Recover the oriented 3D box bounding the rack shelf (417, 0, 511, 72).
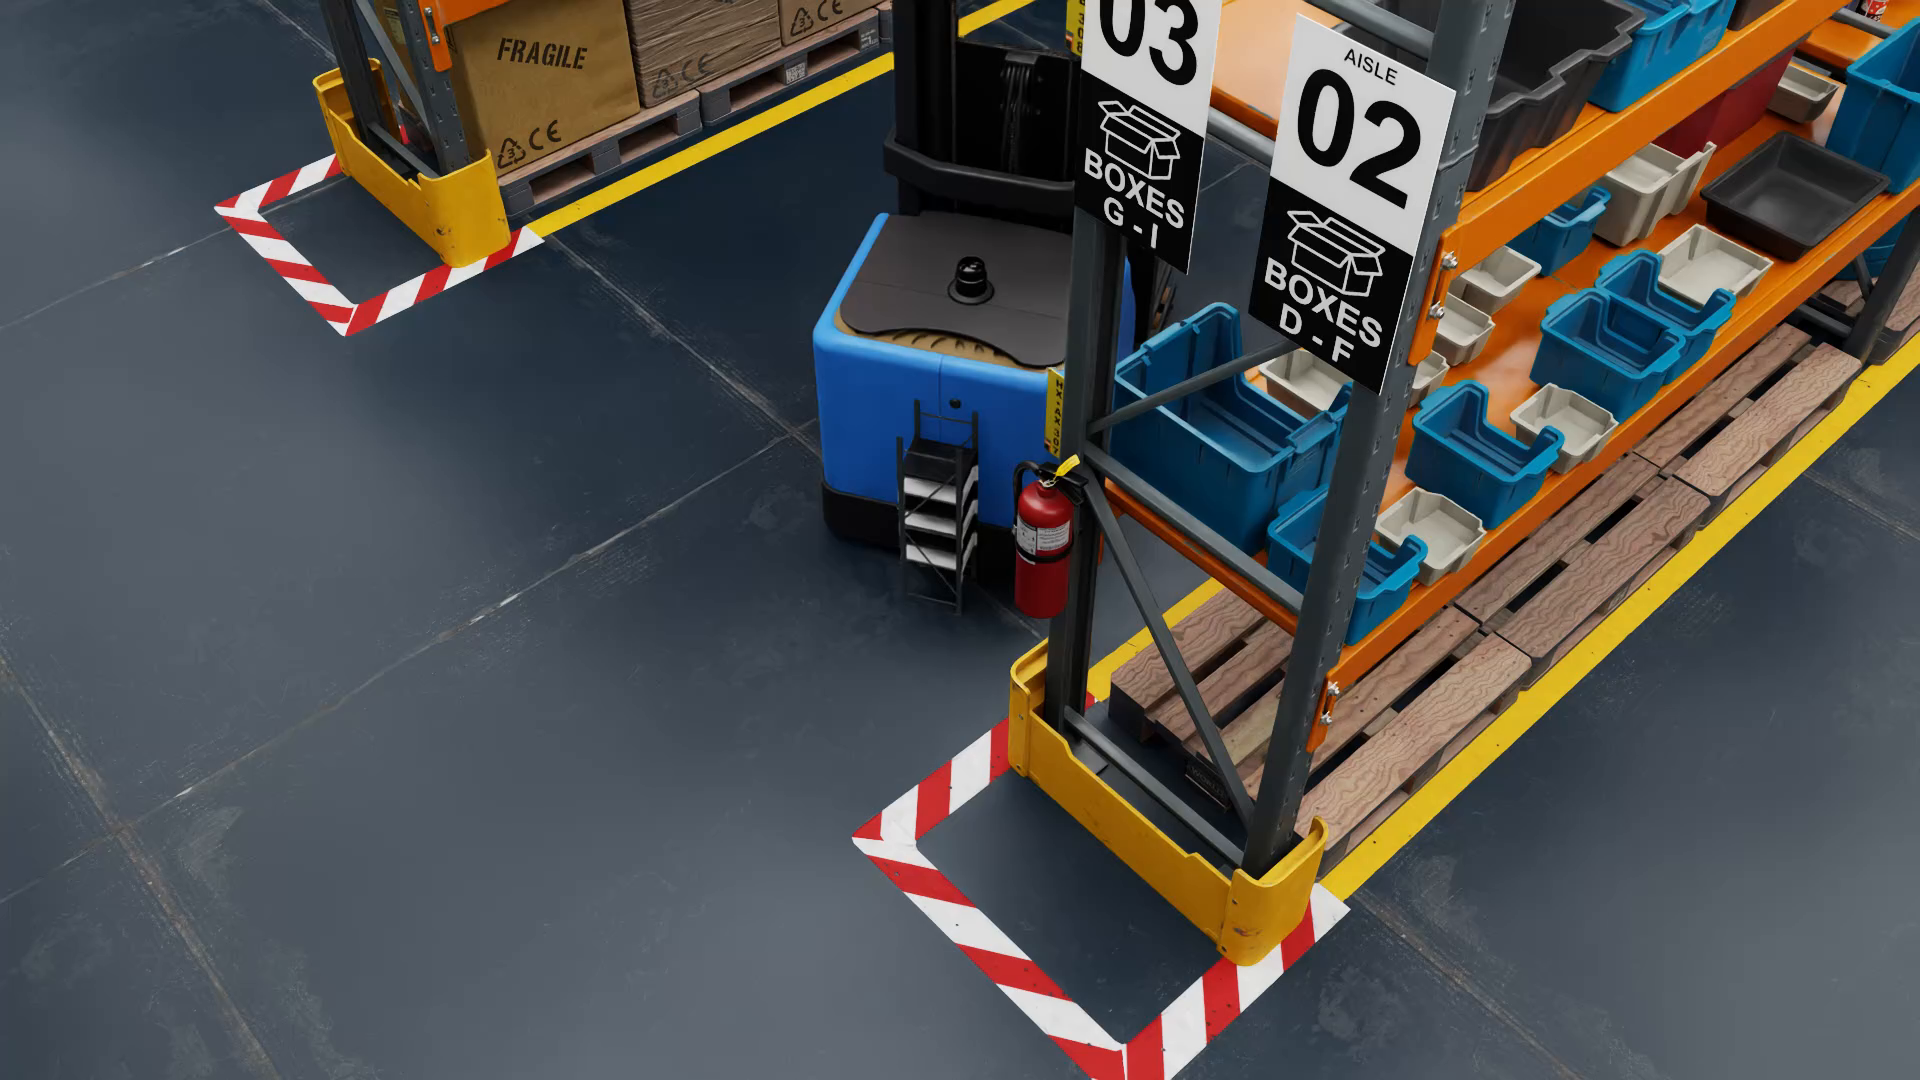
[{"bbox_3d":[-1.177,-3.456,8.388,4.000,0.370,1.077,-34,56,-27],"label":"rack shelf"}]

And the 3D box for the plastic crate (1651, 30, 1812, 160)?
[{"bbox_3d":[2.805,-1.733,6.224,0.583,0.464,0.402,-34,56,-27],"label":"plastic crate"}]

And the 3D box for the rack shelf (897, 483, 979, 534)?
[{"bbox_3d":[-0.080,-0.143,6.193,0.258,0.077,0.200,12,49,11],"label":"rack shelf"}]

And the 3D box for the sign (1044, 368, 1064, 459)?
[{"bbox_3d":[0.293,-0.365,4.934,0.005,0.325,0.100,-34,56,-27],"label":"sign"}]

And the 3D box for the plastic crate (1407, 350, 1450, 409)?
[{"bbox_3d":[1.381,-0.586,5.388,0.243,0.136,0.396,-34,56,-27],"label":"plastic crate"}]

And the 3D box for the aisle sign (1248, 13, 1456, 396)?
[{"bbox_3d":[0.821,-0.703,3.589,0.004,0.787,0.394,-34,56,-27],"label":"aisle sign"}]

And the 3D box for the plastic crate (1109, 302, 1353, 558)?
[{"bbox_3d":[0.797,-0.318,4.937,0.499,0.435,0.616,-34,56,-27],"label":"plastic crate"}]

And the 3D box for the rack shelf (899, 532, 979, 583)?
[{"bbox_3d":[-0.080,0.040,6.391,0.258,0.077,0.200,12,49,11],"label":"rack shelf"}]

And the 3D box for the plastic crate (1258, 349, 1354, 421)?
[{"bbox_3d":[1.156,-0.451,5.264,0.243,0.136,0.396,-34,56,-27],"label":"plastic crate"}]

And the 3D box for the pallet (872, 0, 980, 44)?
[{"bbox_3d":[-0.313,-3.410,9.753,1.213,0.211,1.003,-34,56,-27],"label":"pallet"}]

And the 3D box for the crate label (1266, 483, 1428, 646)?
[{"bbox_3d":[1.079,0.075,4.713,0.303,0.233,0.416,-34,56,-27],"label":"crate label"}]

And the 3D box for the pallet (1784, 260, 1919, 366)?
[{"bbox_3d":[4.233,-1.409,7.907,1.213,0.211,1.003,-34,56,-27],"label":"pallet"}]

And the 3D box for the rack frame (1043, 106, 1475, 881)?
[{"bbox_3d":[0.675,-0.018,4.726,0.127,3.000,1.000,-34,56,-27],"label":"rack frame"}]

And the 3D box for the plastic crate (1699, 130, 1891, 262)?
[{"bbox_3d":[2.987,-1.223,5.984,0.590,0.125,0.437,-34,56,-27],"label":"plastic crate"}]

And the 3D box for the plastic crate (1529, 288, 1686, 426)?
[{"bbox_3d":[2.053,-0.576,5.313,0.300,0.233,0.416,-34,56,-27],"label":"plastic crate"}]

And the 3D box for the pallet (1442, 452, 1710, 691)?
[{"bbox_3d":[2.213,-0.059,6.661,1.213,0.211,1.003,-34,56,-27],"label":"pallet"}]

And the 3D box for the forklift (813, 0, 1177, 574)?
[{"bbox_3d":[0.363,-1.942,6.547,1.130,2.935,3.031,12,49,11],"label":"forklift"}]

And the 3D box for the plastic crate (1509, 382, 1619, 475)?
[{"bbox_3d":[1.874,-0.341,5.162,0.298,0.136,0.250,-34,56,-27],"label":"plastic crate"}]

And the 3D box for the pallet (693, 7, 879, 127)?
[{"bbox_3d":[-1.216,-2.804,9.193,1.213,0.211,1.003,-34,56,-27],"label":"pallet"}]

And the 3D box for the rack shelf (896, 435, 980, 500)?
[{"bbox_3d":[-0.080,-0.265,6.061,0.258,0.077,0.200,12,49,11],"label":"rack shelf"}]

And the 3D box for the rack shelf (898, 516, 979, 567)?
[{"bbox_3d":[-0.080,-0.021,6.325,0.258,0.077,0.200,12,49,11],"label":"rack shelf"}]

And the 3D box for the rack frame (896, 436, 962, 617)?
[{"bbox_3d":[-0.109,-0.033,6.169,0.240,0.900,0.006,12,49,11],"label":"rack frame"}]

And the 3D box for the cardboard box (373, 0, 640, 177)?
[{"bbox_3d":[-2.237,-2.493,8.170,0.875,0.875,0.875,-34,56,-27],"label":"cardboard box"}]

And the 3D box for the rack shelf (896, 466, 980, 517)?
[{"bbox_3d":[-0.080,-0.204,6.127,0.258,0.077,0.200,12,49,11],"label":"rack shelf"}]

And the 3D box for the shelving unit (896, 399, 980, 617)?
[{"bbox_3d":[-0.080,-0.105,6.235,0.258,0.900,0.210,12,49,11],"label":"shelving unit"}]

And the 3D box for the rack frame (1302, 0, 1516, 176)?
[{"bbox_3d":[0.675,-2.053,2.521,0.127,3.000,1.000,-34,56,-27],"label":"rack frame"}]

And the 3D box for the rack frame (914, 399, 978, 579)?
[{"bbox_3d":[-0.050,-0.177,6.301,0.240,0.900,0.006,12,49,11],"label":"rack frame"}]

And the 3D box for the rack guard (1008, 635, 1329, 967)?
[{"bbox_3d":[0.666,0.848,5.627,0.348,0.500,1.175,-34,56,-27],"label":"rack guard"}]

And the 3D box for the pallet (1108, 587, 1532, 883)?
[{"bbox_3d":[1.311,0.541,6.107,1.213,0.211,1.003,-34,56,-27],"label":"pallet"}]

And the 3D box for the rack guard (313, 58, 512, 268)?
[{"bbox_3d":[-2.675,-1.852,8.119,0.348,0.500,1.175,-34,56,-27],"label":"rack guard"}]

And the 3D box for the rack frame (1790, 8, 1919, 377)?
[{"bbox_3d":[3.634,-1.996,6.551,0.127,3.000,1.000,-34,56,-27],"label":"rack frame"}]

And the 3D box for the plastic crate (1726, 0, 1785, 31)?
[{"bbox_3d":[1.990,-1.620,4.205,0.767,0.338,0.504,-34,56,-27],"label":"plastic crate"}]

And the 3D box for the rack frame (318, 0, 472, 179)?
[{"bbox_3d":[-2.657,-2.711,7.211,0.127,3.000,1.000,-34,56,-27],"label":"rack frame"}]

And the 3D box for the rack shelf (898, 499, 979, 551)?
[{"bbox_3d":[-0.080,-0.082,6.259,0.258,0.077,0.200,12,49,11],"label":"rack shelf"}]

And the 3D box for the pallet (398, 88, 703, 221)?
[{"bbox_3d":[-2.118,-2.204,8.640,1.213,0.211,1.003,-34,56,-27],"label":"pallet"}]

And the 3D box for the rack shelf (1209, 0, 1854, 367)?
[{"bbox_3d":[2.155,-1.780,4.800,4.000,0.370,1.077,-34,56,-27],"label":"rack shelf"}]

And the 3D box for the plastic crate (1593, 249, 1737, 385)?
[{"bbox_3d":[2.275,-0.724,5.450,0.300,0.233,0.416,-34,56,-27],"label":"plastic crate"}]

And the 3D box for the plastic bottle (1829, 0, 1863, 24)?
[{"bbox_3d":[3.709,-2.324,6.938,0.135,0.276,0.152,-34,56,-27],"label":"plastic bottle"}]

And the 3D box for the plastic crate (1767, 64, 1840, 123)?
[{"bbox_3d":[3.194,-1.774,6.485,0.243,0.136,0.396,-34,56,-27],"label":"plastic crate"}]

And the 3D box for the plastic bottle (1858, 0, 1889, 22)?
[{"bbox_3d":[3.806,-2.241,6.912,0.097,0.201,0.097,0,47,0],"label":"plastic bottle"}]

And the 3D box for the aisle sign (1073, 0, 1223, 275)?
[{"bbox_3d":[0.425,-1.023,3.885,0.004,0.787,0.394,-34,56,-27],"label":"aisle sign"}]

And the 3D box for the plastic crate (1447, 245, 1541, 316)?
[{"bbox_3d":[1.777,-0.894,5.672,0.250,0.136,0.298,-34,56,-27],"label":"plastic crate"}]

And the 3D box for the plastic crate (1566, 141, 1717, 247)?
[{"bbox_3d":[2.381,-1.321,5.968,0.530,0.282,0.437,-34,56,-27],"label":"plastic crate"}]

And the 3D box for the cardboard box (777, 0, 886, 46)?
[{"bbox_3d":[-0.906,-3.383,8.991,0.875,0.875,0.875,-34,56,-27],"label":"cardboard box"}]

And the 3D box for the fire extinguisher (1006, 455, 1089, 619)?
[{"bbox_3d":[0.258,-0.038,5.050,0.183,0.674,0.296,-34,56,-27],"label":"fire extinguisher"}]

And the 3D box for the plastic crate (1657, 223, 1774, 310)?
[{"bbox_3d":[2.548,-0.902,5.680,0.466,0.136,0.293,-34,56,-27],"label":"plastic crate"}]

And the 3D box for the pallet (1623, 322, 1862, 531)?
[{"bbox_3d":[3.116,-0.666,7.221,1.213,0.211,1.003,-34,56,-27],"label":"pallet"}]

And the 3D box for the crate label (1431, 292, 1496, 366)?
[{"bbox_3d":[1.570,-0.737,5.528,0.243,0.136,0.396,-34,56,-27],"label":"crate label"}]

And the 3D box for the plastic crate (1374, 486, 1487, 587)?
[{"bbox_3d":[1.372,-0.006,4.853,0.298,0.136,0.250,-34,56,-27],"label":"plastic crate"}]

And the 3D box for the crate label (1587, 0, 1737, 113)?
[{"bbox_3d":[1.575,-1.265,3.937,0.502,0.251,0.408,-34,56,-27],"label":"crate label"}]

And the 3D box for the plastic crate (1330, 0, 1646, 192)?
[{"bbox_3d":[1.147,-1.030,3.707,0.590,0.269,0.497,-34,56,-27],"label":"plastic crate"}]

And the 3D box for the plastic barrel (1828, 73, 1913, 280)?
[{"bbox_3d":[4.048,-1.686,7.407,0.708,0.901,0.600,-34,56,-27],"label":"plastic barrel"}]

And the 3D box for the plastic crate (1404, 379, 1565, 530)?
[{"bbox_3d":[1.566,-0.250,5.013,0.300,0.233,0.416,-34,56,-27],"label":"plastic crate"}]

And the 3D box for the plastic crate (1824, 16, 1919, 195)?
[{"bbox_3d":[3.518,-1.595,6.150,0.575,0.384,0.392,-34,56,-27],"label":"plastic crate"}]

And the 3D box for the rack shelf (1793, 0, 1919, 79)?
[{"bbox_3d":[5.114,-2.741,7.727,4.000,0.370,1.077,-34,56,-27],"label":"rack shelf"}]

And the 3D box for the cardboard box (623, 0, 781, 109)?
[{"bbox_3d":[-1.564,-2.943,8.585,0.875,0.875,0.875,-34,56,-27],"label":"cardboard box"}]

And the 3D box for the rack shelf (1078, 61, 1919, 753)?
[{"bbox_3d":[2.155,-0.763,5.903,4.000,0.370,1.077,-34,56,-27],"label":"rack shelf"}]

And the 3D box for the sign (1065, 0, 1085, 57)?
[{"bbox_3d":[0.293,-1.291,3.930,0.005,0.325,0.100,-34,56,-27],"label":"sign"}]

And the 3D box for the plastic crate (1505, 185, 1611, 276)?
[{"bbox_3d":[2.022,-1.137,5.831,0.300,0.233,0.416,-34,56,-27],"label":"plastic crate"}]
